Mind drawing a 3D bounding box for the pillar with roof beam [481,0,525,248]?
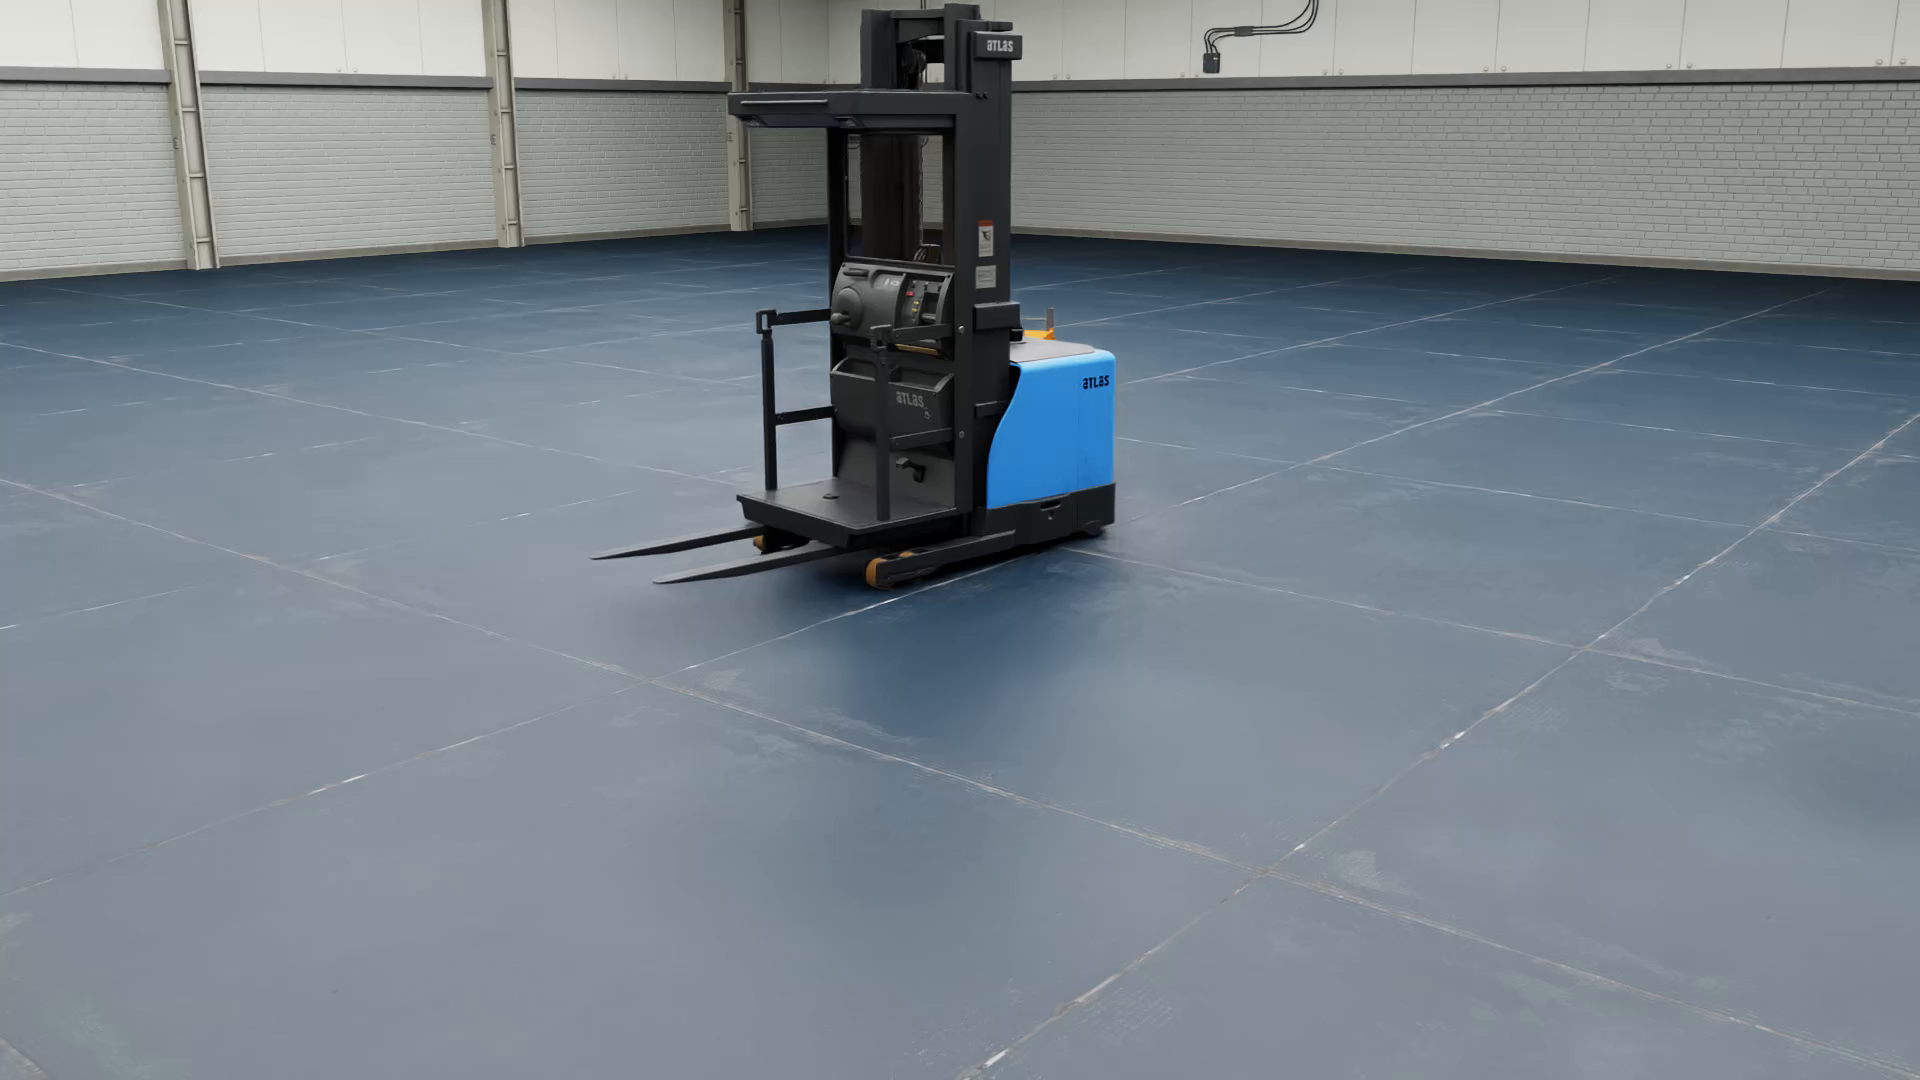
[{"bbox_3d":[-5.155,-9.254,27.773,9.100,9.000,0.400,11,18,38],"label":"pillar with roof beam"}]

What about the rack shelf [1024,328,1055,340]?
[{"bbox_3d":[0.266,-1.191,10.837,0.538,0.278,1.000,3,15,13],"label":"rack shelf"}]

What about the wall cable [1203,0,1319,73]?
[{"bbox_3d":[5.522,-11.605,30.120,2.305,6.003,0.169,11,18,38],"label":"wall cable"}]

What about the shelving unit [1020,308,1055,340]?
[{"bbox_3d":[0.266,-0.907,10.909,0.538,1.125,1.048,3,15,13],"label":"shelving unit"}]

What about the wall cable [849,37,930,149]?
[{"bbox_3d":[-1.852,-9.924,36.716,3.097,2.526,0.112,11,18,38],"label":"wall cable"}]

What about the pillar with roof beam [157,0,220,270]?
[{"bbox_3d":[-8.926,-8.105,23.250,9.100,9.000,0.400,11,18,38],"label":"pillar with roof beam"}]

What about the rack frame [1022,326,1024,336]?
[{"bbox_3d":[0.146,-0.785,10.430,0.500,1.125,0.032,3,15,13],"label":"rack frame"}]

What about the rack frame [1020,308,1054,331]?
[{"bbox_3d":[0.385,-1.029,11.388,0.500,1.125,0.032,3,15,13],"label":"rack frame"}]

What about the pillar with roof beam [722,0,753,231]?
[{"bbox_3d":[-1.384,-10.403,32.296,9.100,9.000,0.400,11,18,38],"label":"pillar with roof beam"}]

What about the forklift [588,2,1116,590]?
[{"bbox_3d":[-0.526,-1.307,8.815,3.031,2.935,1.130,-12,19,-40],"label":"forklift"}]

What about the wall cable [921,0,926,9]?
[{"bbox_3d":[0.252,-11.953,34.446,3.097,2.526,0.112,11,18,38],"label":"wall cable"}]
